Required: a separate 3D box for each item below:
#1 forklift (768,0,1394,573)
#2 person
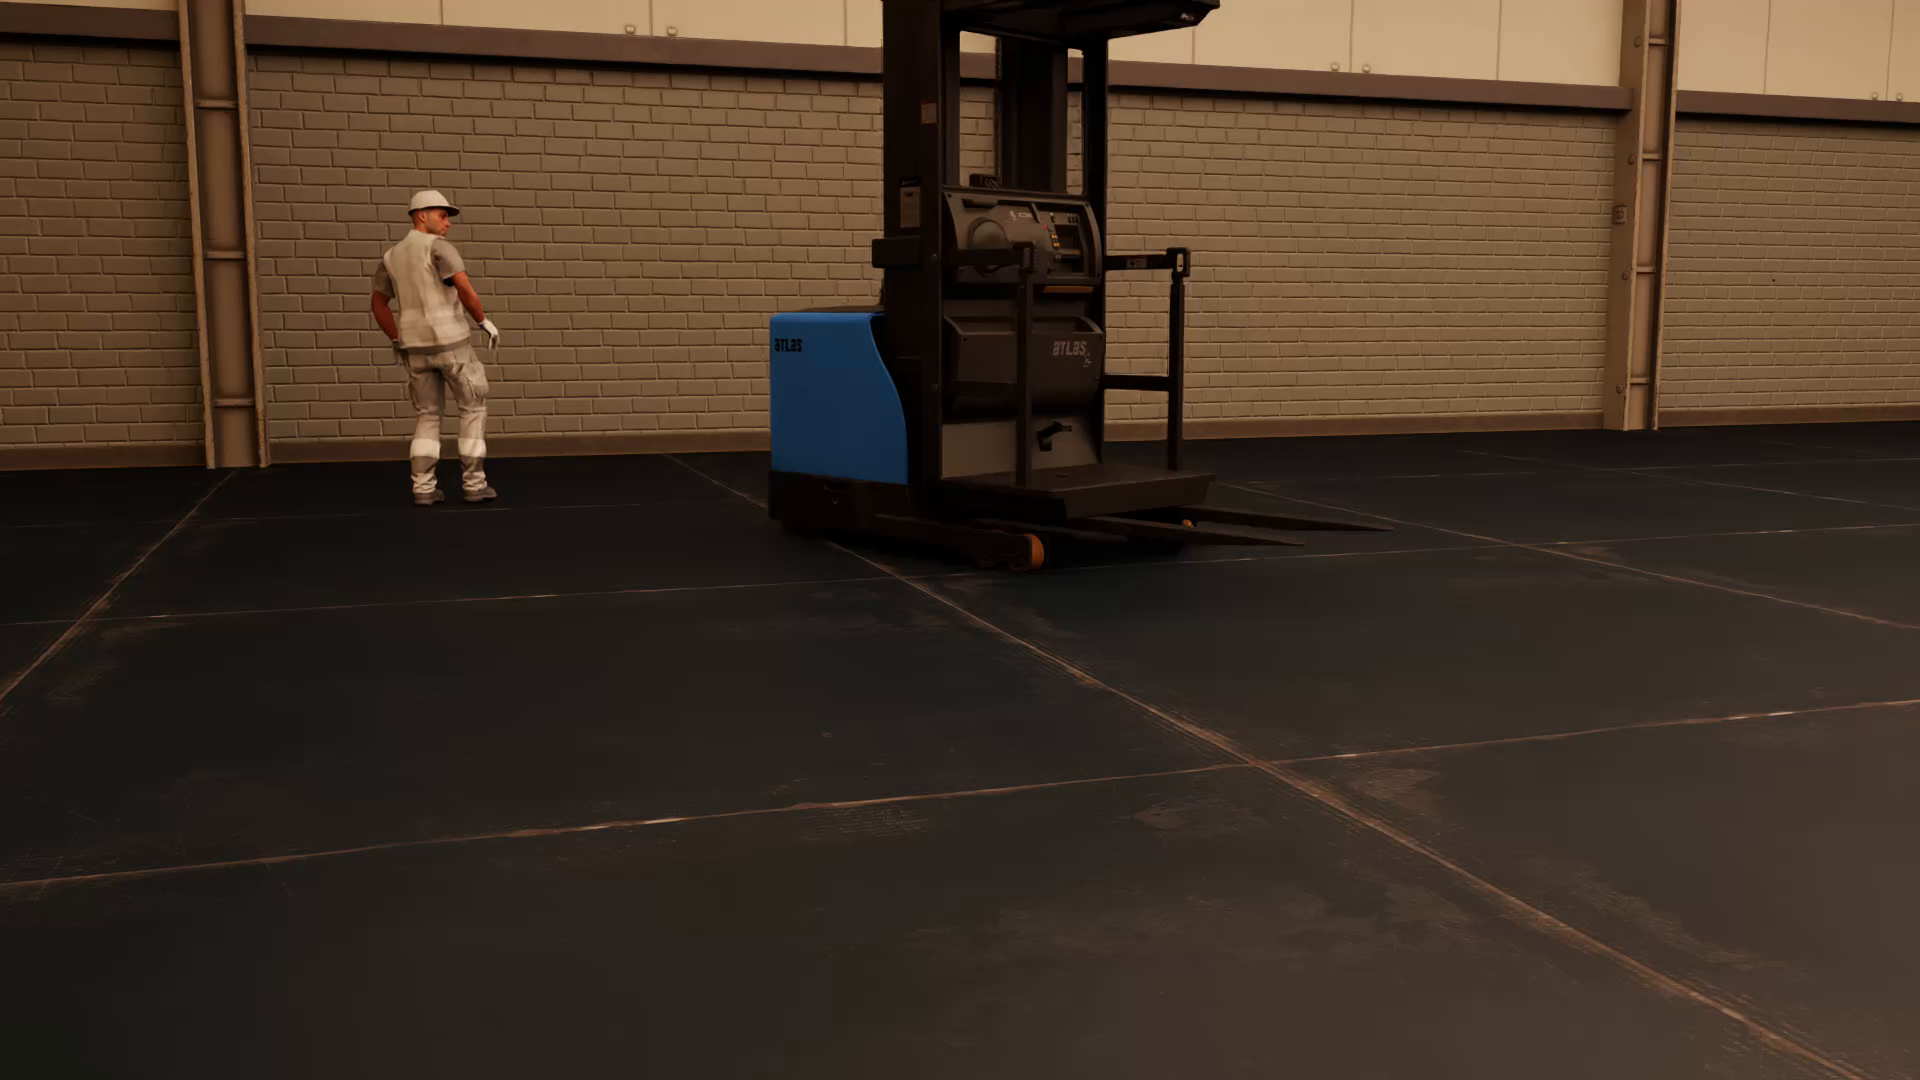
[{"bbox_3d":[0.438,-1.394,7.296,1.130,2.935,3.031,-7,11,-43],"label":"forklift"},{"bbox_3d":[-2.946,-1.089,9.423,0.749,1.757,0.505,2,8,17],"label":"person"}]
